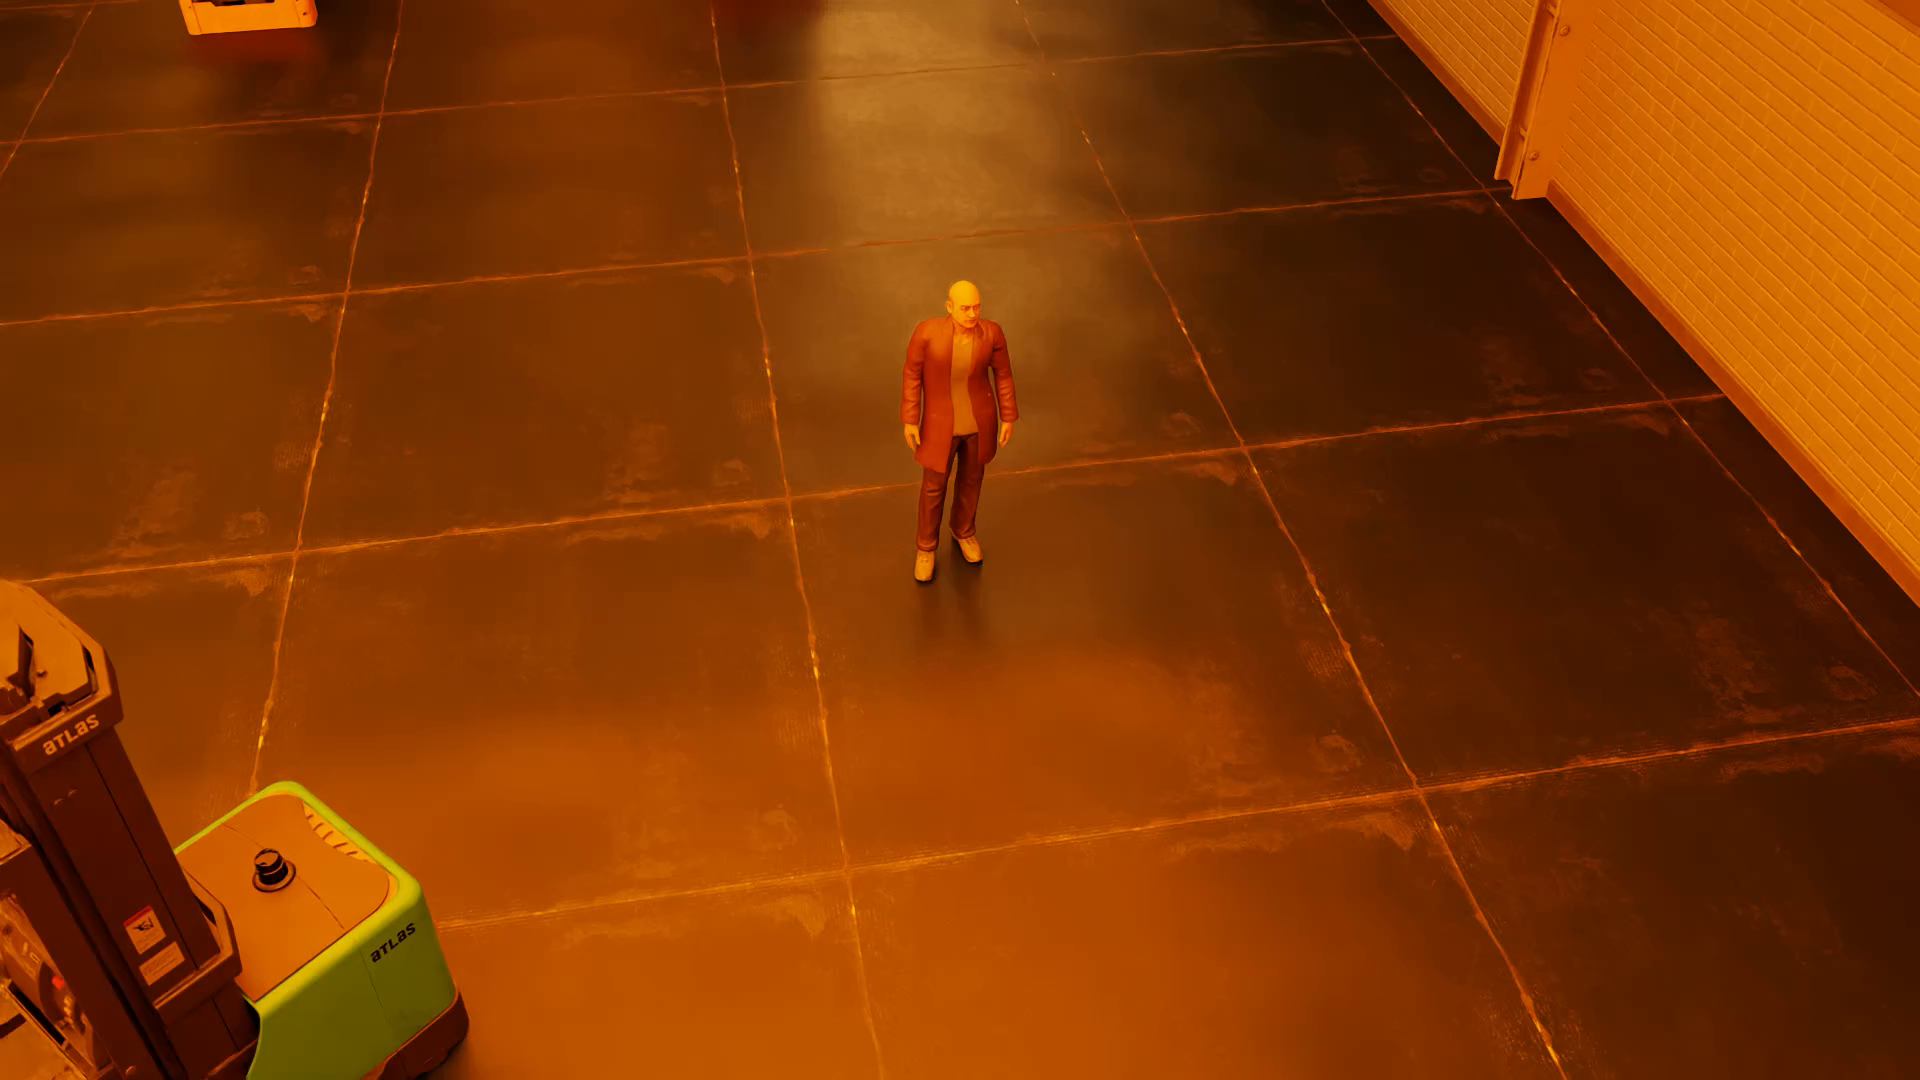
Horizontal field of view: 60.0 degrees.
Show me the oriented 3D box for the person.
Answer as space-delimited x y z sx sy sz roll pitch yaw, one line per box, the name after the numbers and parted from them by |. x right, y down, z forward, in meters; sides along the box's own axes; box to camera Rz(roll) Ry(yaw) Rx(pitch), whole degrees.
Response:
0.011 -0.625 9.571 0.696 1.776 0.582 -7 41 -8 | person

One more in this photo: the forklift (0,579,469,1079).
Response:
-3.542 1.675 5.986 1.130 2.935 3.031 28 48 29 | forklift
